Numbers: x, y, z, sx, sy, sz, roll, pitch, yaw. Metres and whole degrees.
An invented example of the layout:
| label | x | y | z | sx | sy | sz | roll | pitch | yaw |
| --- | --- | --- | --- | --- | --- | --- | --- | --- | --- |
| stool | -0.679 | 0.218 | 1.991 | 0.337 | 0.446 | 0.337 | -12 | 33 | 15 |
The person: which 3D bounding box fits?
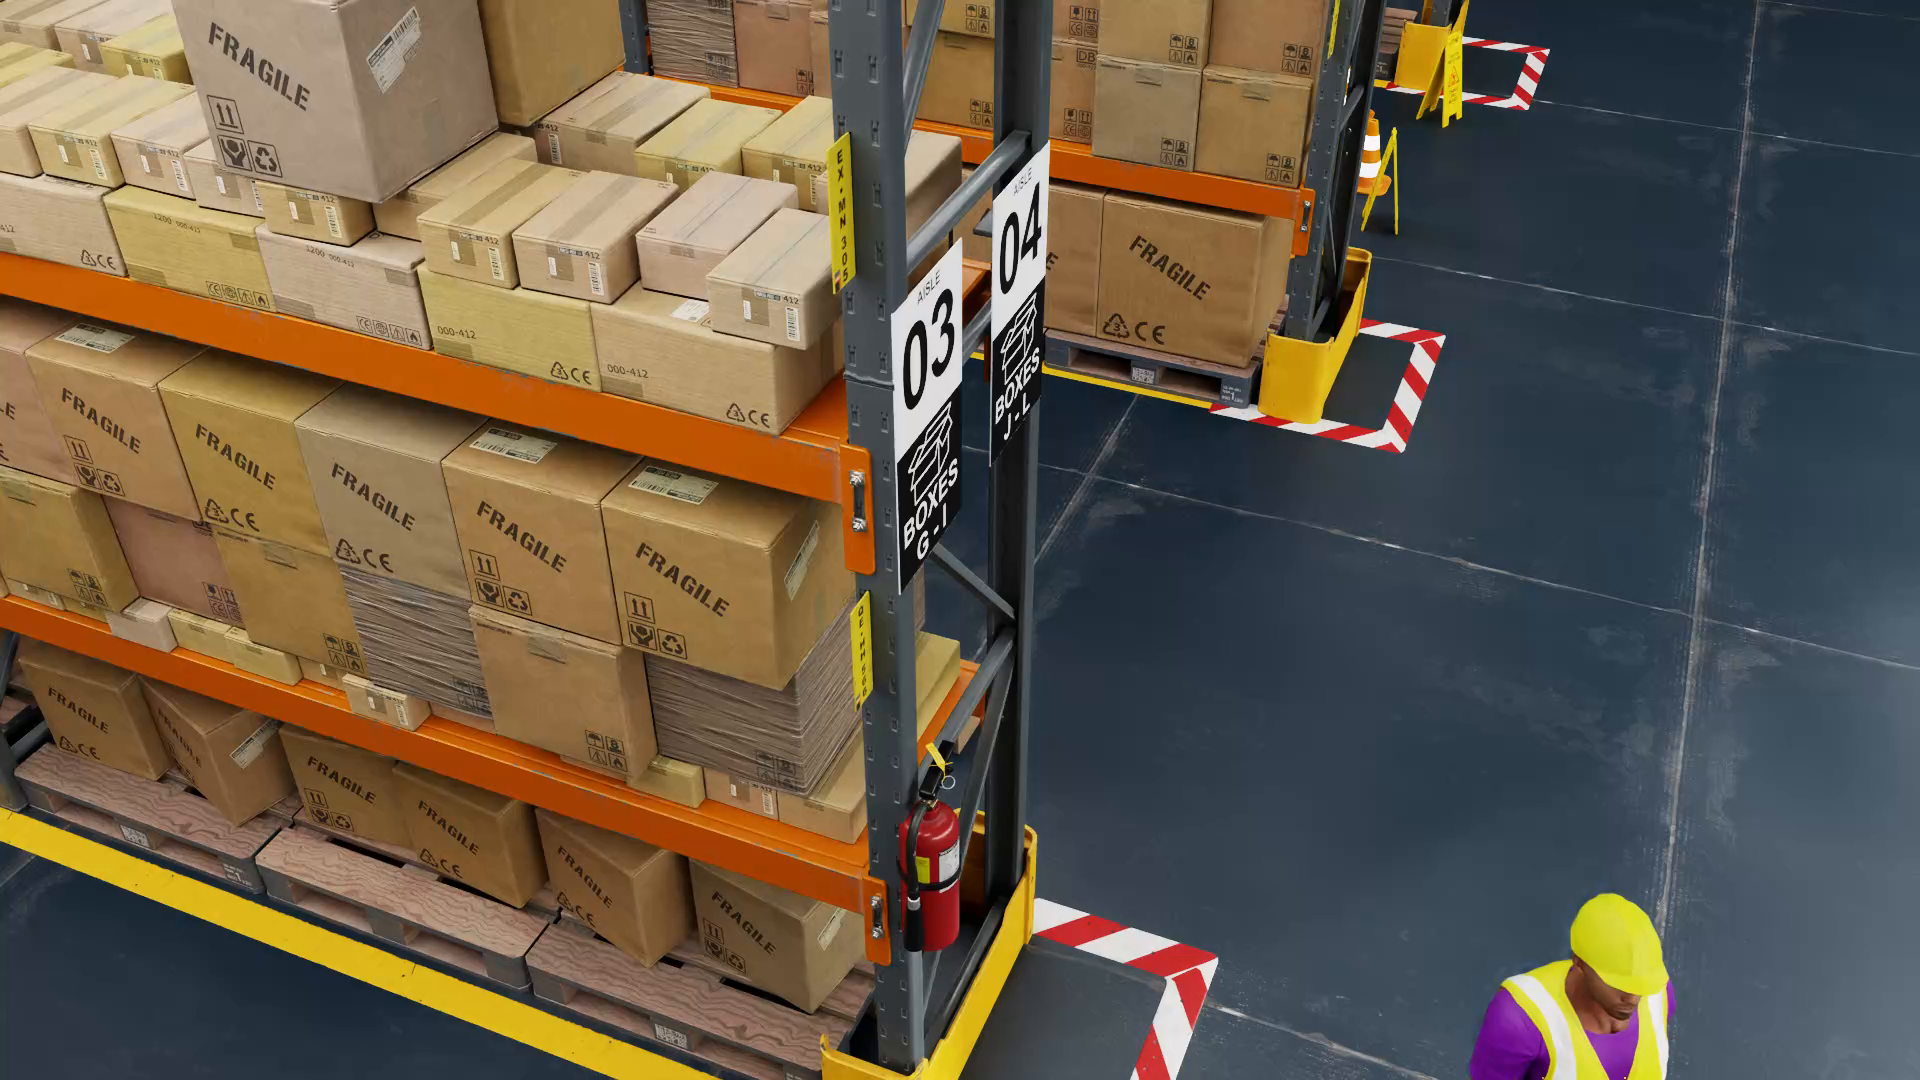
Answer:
| label | x | y | z | sx | sy | sz | roll | pitch | yaw |
| --- | --- | --- | --- | --- | --- | --- | --- | --- | --- |
| person | 1.663 | 1.675 | 4.574 | 0.607 | 1.793 | 0.463 | -8 | 38 | -10 |
